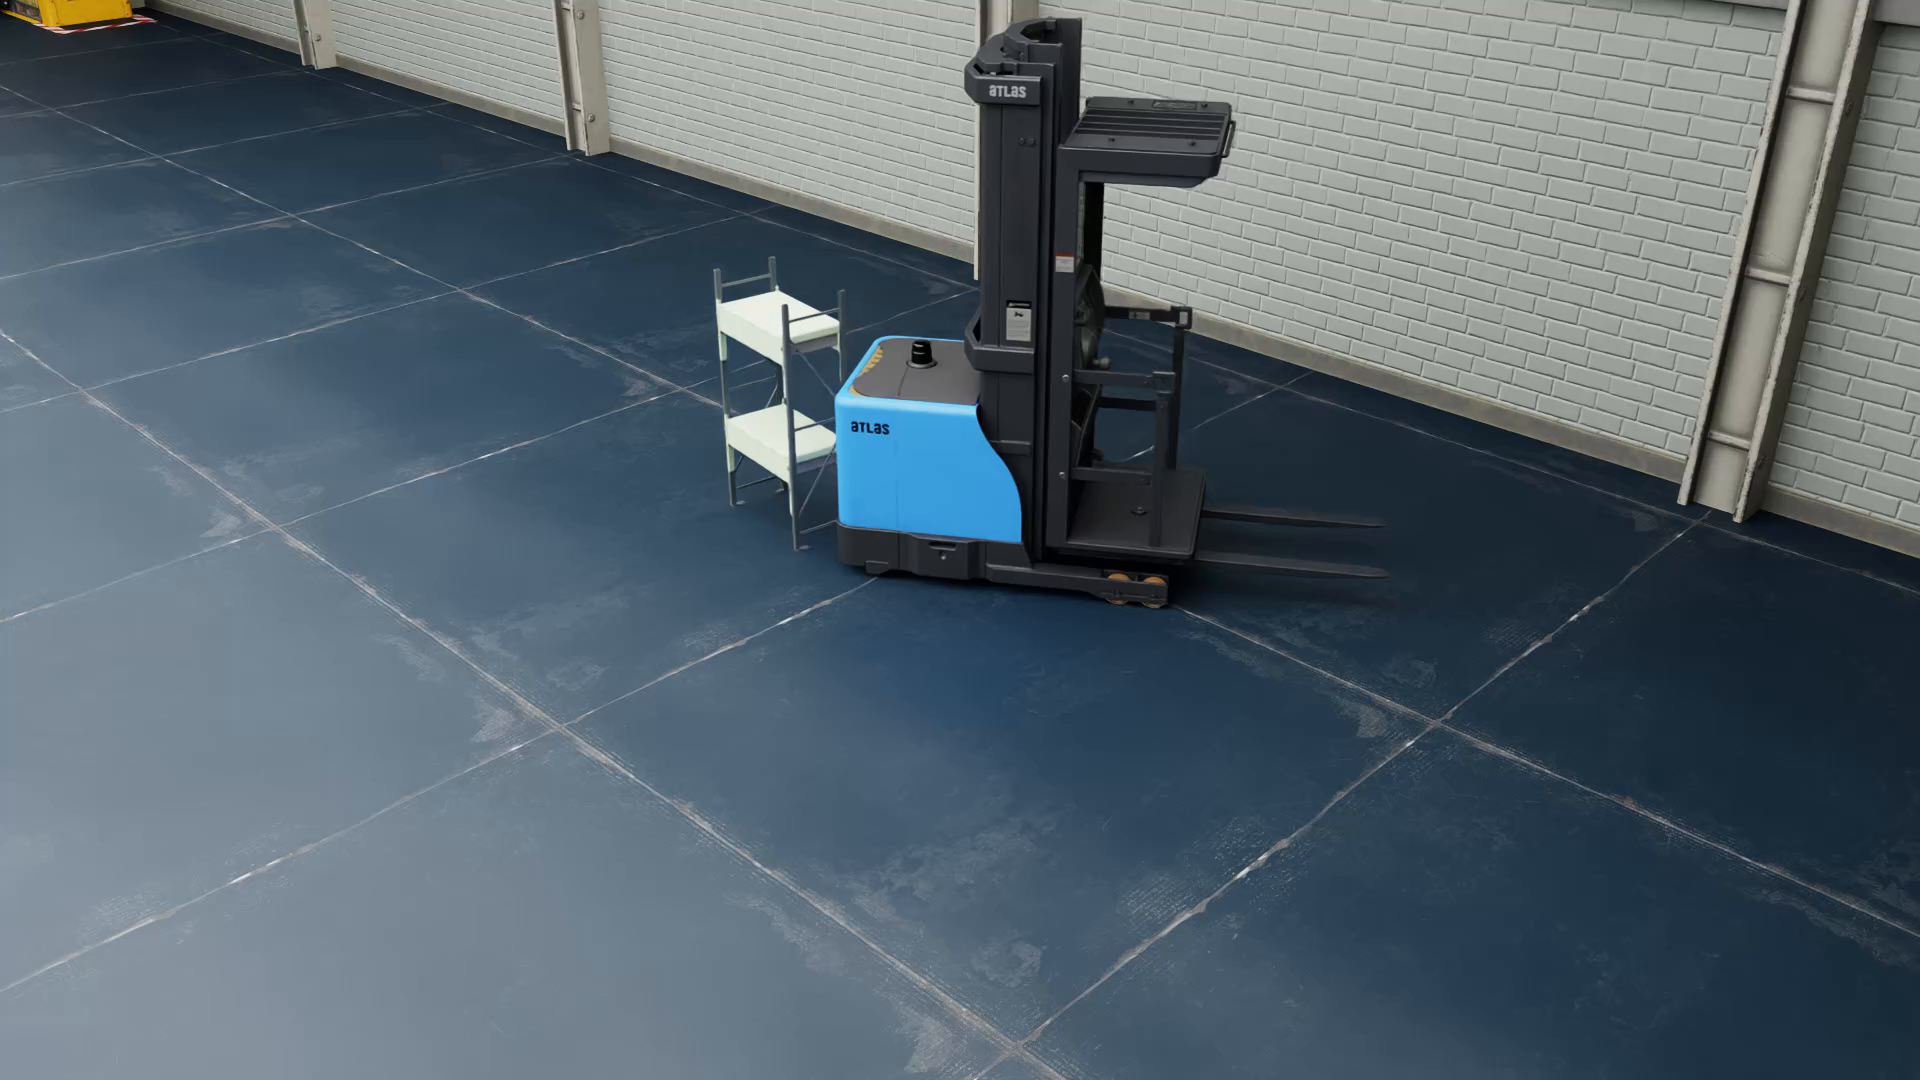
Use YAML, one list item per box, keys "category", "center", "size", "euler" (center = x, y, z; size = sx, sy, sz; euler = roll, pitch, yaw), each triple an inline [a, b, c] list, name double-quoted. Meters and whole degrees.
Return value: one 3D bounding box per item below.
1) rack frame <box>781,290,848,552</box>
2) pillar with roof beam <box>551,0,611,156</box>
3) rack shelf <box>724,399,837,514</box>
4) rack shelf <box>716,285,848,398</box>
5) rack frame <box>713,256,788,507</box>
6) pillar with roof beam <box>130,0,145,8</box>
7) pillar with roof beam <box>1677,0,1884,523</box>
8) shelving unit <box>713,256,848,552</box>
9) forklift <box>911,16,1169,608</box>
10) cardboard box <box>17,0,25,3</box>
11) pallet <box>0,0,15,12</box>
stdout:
- category: "rack frame"
  center: [-0.796, -0.655, 9.384]
  size: [0.400, 1.500, 0.023]
  euler: [-19, 33, -32]
- category: "pillar with roof beam"
  center: [-6.936, -6.685, 12.794]
  size: [0.400, 9.000, 9.100]
  euler: [25, 36, 38]
- category: "rack shelf"
  center: [-1.017, -0.502, 9.794]
  size: [0.431, 0.370, 0.720]
  euler: [-19, 33, -32]
- category: "rack shelf"
  center: [-1.017, -1.136, 9.461]
  size: [0.431, 0.370, 0.720]
  euler: [-19, 33, -32]
- category: "rack frame"
  center: [-1.237, -0.927, 9.901]
  size: [0.400, 1.500, 0.023]
  euler: [-19, 33, -32]
- category: "pillar with roof beam"
  center: [-15.493, -10.600, 20.241]
  size: [0.400, 9.000, 9.100]
  euler: [25, 36, 38]
- category: "pillar with roof beam"
  center: [1.621, -2.770, 5.348]
  size: [0.400, 9.000, 9.100]
  euler: [25, 36, 38]
- category: "shelving unit"
  center: [-1.017, -0.791, 9.642]
  size: [0.431, 1.500, 0.755]
  euler: [-19, 33, -32]
- category: "forklift"
  center: [0.879, -1.195, 8.874]
  size: [3.031, 2.935, 1.121]
  euler: [5, 28, 10]
- category: "cardboard box"
  center: [-15.544, -10.533, 25.732]
  size: [1.068, 3.350, 6.811]
  euler: [-25, 37, -39]
- category: "pallet"
  center: [-14.051, -8.247, 25.207]
  size: [1.213, 0.211, 1.003]
  euler: [25, 36, 38]
